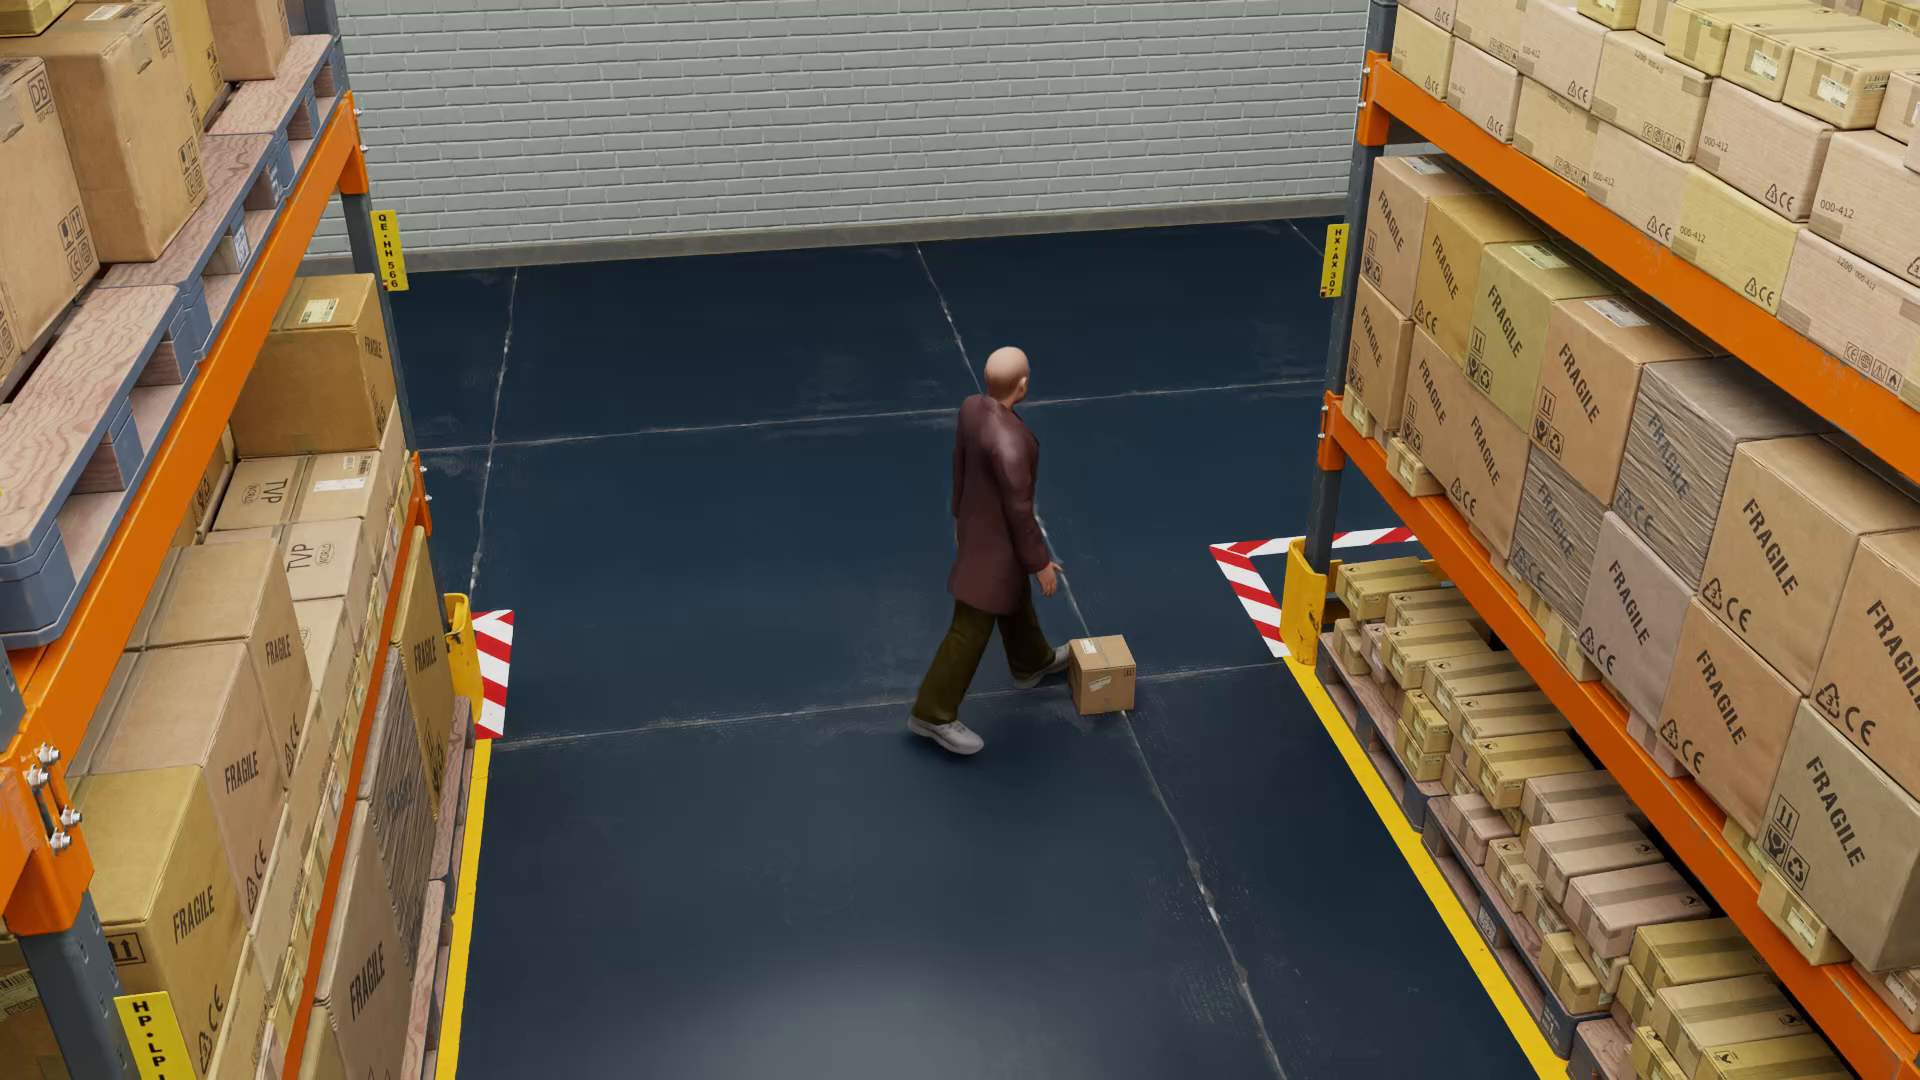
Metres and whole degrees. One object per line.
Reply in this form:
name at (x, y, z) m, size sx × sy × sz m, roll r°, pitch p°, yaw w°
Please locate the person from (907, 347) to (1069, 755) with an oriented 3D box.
person at (0.182, 0.019, 7.133) m, size 0.901 × 1.761 × 0.697 m, roll -6°, pitch 31°, yaw -10°
